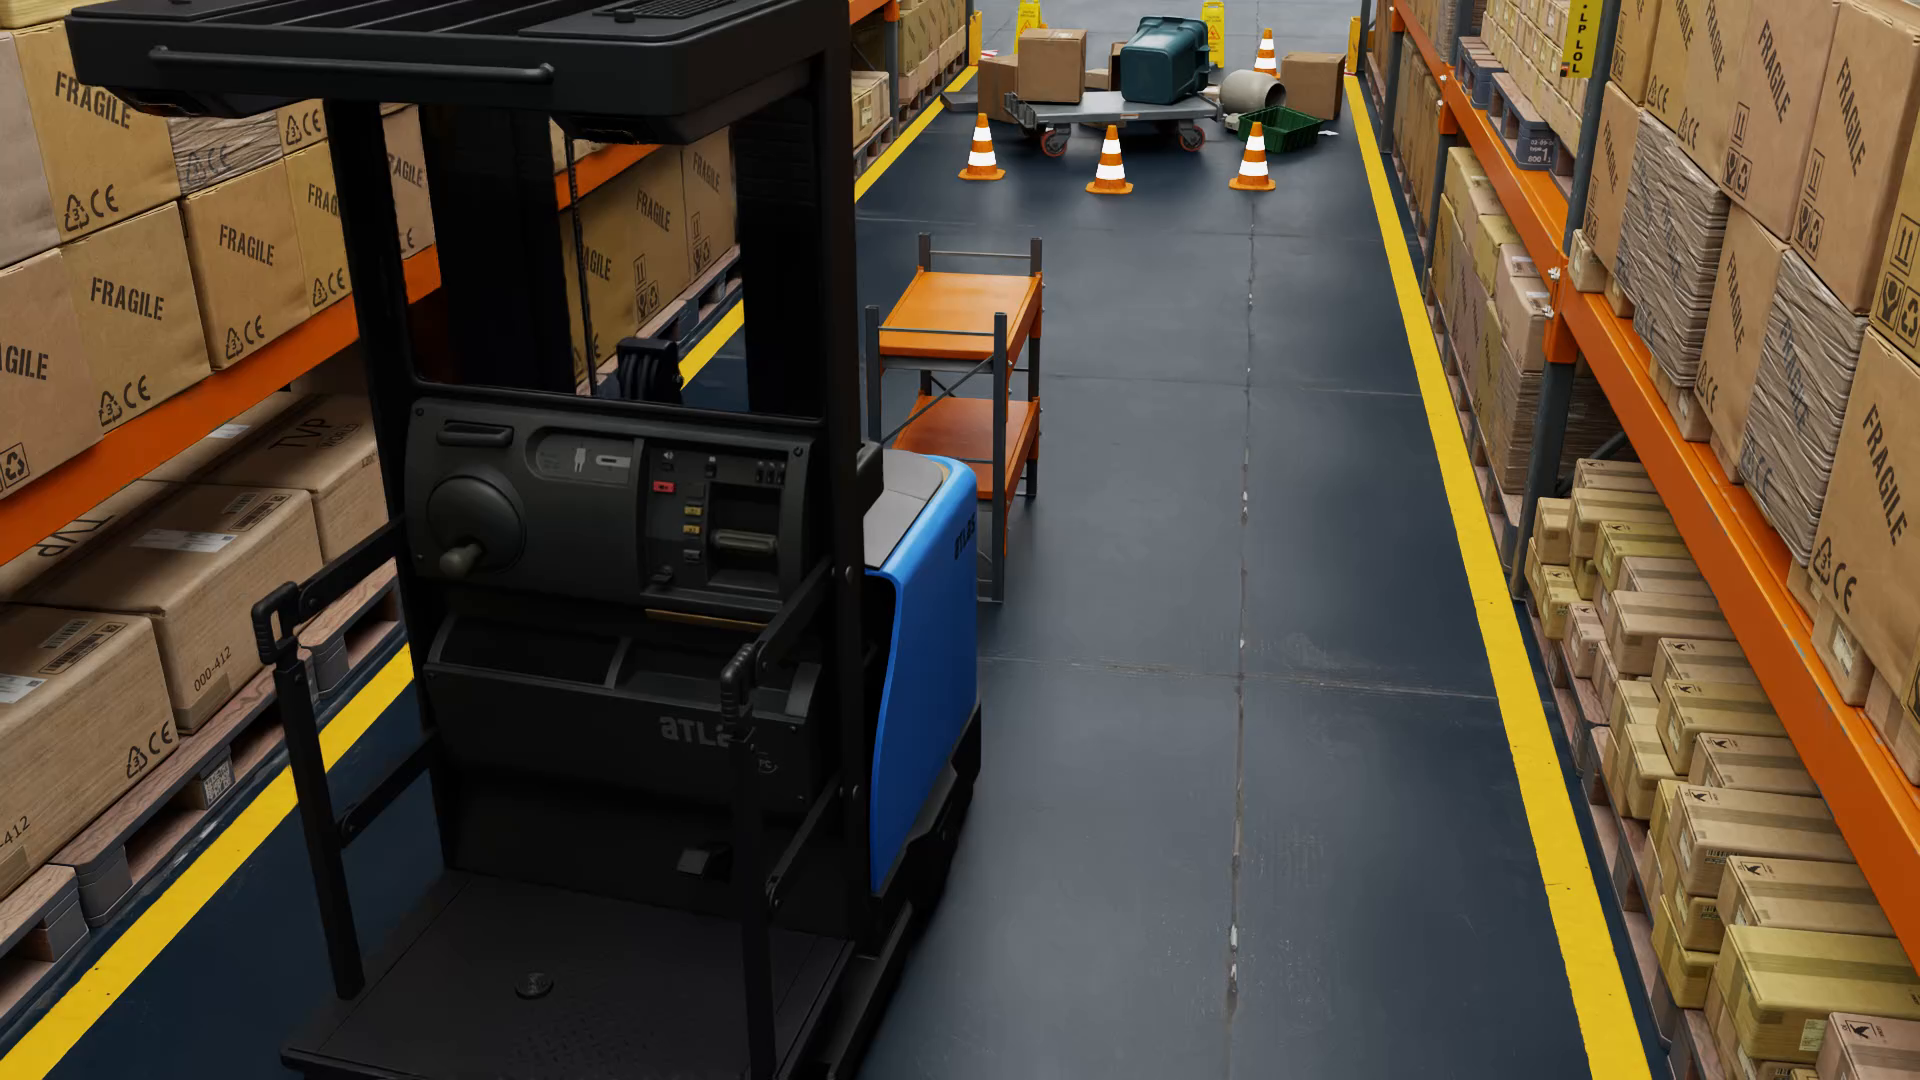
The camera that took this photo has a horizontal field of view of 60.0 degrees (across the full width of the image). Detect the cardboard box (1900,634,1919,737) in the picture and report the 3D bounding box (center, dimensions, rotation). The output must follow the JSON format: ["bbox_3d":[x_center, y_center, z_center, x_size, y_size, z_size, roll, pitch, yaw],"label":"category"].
[{"bbox_3d":[1.746,0.173,2.374,0.500,0.500,0.500,5,25,10],"label":"cardboard box"}]

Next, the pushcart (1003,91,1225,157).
[{"bbox_3d":[1.246,-3.436,13.646,1.648,0.377,0.936,-5,25,-10],"label":"pushcart"}]

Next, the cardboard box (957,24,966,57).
[{"bbox_3d":[-0.229,-5.012,16.668,0.500,0.250,0.500,4,25,8],"label":"cardboard box"}]

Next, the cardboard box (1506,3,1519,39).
[{"bbox_3d":[2.834,-2.479,7.959,0.380,0.149,0.250,4,25,9],"label":"cardboard box"}]

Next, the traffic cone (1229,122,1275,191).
[{"bbox_3d":[2.179,-2.855,12.304,0.336,0.463,0.334,4,25,9],"label":"traffic cone"}]

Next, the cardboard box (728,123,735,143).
[{"bbox_3d":[-1.451,-2.633,11.441,0.950,0.372,0.625,4,25,8],"label":"cardboard box"}]

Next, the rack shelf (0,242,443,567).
[{"bbox_3d":[-2.646,-0.253,4.600,1.077,0.370,4.000,4,25,9],"label":"rack shelf"}]

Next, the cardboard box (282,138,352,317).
[{"bbox_3d":[-2.222,-1.033,5.301,0.500,0.500,0.500,3,25,7],"label":"cardboard box"}]

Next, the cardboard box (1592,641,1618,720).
[{"bbox_3d":[2.179,0.445,5.128,0.380,0.149,0.250,4,25,7],"label":"cardboard box"}]

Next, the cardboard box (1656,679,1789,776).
[{"bbox_3d":[2.039,0.499,4.312,0.380,0.149,0.250,4,25,9],"label":"cardboard box"}]

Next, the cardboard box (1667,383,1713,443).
[{"bbox_3d":[2.044,-0.351,4.257,0.380,0.149,0.250,5,26,11],"label":"cardboard box"}]

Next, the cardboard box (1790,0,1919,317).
[{"bbox_3d":[1.915,-0.713,3.087,0.500,0.500,0.500,5,26,11],"label":"cardboard box"}]

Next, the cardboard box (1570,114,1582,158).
[{"bbox_3d":[2.492,-1.479,6.173,0.380,0.149,0.250,4,25,9],"label":"cardboard box"}]

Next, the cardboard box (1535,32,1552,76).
[{"bbox_3d":[2.663,-2.057,7.057,0.380,0.149,0.250,4,25,9],"label":"cardboard box"}]

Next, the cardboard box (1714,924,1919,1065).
[{"bbox_3d":[1.778,0.933,3.385,0.380,0.149,0.250,3,25,7],"label":"cardboard box"}]

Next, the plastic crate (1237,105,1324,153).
[{"bbox_3d":[2.624,-3.376,13.674,0.450,0.188,0.662,29,36,30],"label":"plastic crate"}]

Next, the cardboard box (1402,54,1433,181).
[{"bbox_3d":[3.714,-2.963,11.699,1.050,0.750,0.750,4,25,9],"label":"cardboard box"}]

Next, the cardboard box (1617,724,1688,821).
[{"bbox_3d":[1.965,0.626,4.390,0.380,0.149,0.250,4,25,9],"label":"cardboard box"}]

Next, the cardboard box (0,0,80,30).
[{"bbox_3d":[-2.347,-1.309,3.946,0.380,0.149,0.250,3,25,7],"label":"cardboard box"}]

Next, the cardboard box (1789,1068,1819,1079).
[{"bbox_3d":[1.827,1.179,3.210,0.380,0.149,0.250,3,25,7],"label":"cardboard box"}]

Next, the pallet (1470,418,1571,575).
[{"bbox_3d":[2.706,-0.177,6.880,1.003,0.211,1.213,4,25,9],"label":"pallet"}]

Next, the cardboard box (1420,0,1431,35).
[{"bbox_3d":[3.208,-3.457,10.480,0.500,0.500,0.500,4,25,8],"label":"cardboard box"}]

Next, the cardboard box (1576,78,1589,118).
[{"bbox_3d":[2.493,-1.616,6.114,0.380,0.149,0.250,4,25,9],"label":"cardboard box"}]

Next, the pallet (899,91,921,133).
[{"bbox_3d":[-0.937,-3.781,14.580,1.003,0.211,1.213,4,25,9],"label":"pallet"}]

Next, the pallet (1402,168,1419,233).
[{"bbox_3d":[3.639,-2.358,11.538,1.003,0.211,1.213,4,25,9],"label":"pallet"}]

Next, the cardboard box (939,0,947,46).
[{"bbox_3d":[-0.403,-4.936,15.621,0.500,0.500,0.500,3,25,7],"label":"cardboard box"}]

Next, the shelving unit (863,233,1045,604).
[{"bbox_3d":[-0.001,-0.507,6.506,0.538,1.125,1.048,4,25,9],"label":"shelving unit"}]

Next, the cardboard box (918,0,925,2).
[{"bbox_3d":[-0.487,-4.831,14.630,0.380,0.149,0.250,5,26,11],"label":"cardboard box"}]

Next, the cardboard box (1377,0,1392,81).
[{"bbox_3d":[4.354,-4.705,15.274,0.875,0.875,0.875,4,25,8],"label":"cardboard box"}]

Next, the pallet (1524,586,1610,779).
[{"bbox_3d":[2.506,0.432,5.578,1.003,0.211,1.213,4,25,9],"label":"pallet"}]

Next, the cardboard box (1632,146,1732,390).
[{"bbox_3d":[2.059,-0.689,4.215,0.500,0.500,0.500,3,25,7],"label":"cardboard box"}]

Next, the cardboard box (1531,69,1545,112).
[{"bbox_3d":[2.660,-1.916,7.105,0.380,0.149,0.250,5,26,11],"label":"cardboard box"}]

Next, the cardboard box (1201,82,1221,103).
[{"bbox_3d":[2.352,-4.069,15.129,0.396,0.266,0.258,8,26,18],"label":"cardboard box"}]

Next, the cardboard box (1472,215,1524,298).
[{"bbox_3d":[2.622,-1.277,7.509,0.500,0.250,0.500,3,25,6],"label":"cardboard box"}]

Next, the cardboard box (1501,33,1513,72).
[{"bbox_3d":[2.832,-2.353,8.039,0.380,0.149,0.250,5,26,11],"label":"cardboard box"}]

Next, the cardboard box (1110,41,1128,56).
[{"bbox_3d":[1.852,-4.393,15.542,0.797,0.503,0.637,-14,29,-27],"label":"cardboard box"}]

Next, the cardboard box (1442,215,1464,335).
[{"bbox_3d":[2.788,-1.357,8.564,0.500,0.500,0.500,4,25,9],"label":"cardboard box"}]

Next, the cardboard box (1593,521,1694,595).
[{"bbox_3d":[2.224,0.067,5.234,0.380,0.149,0.250,4,25,8],"label":"cardboard box"}]

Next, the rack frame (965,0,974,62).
[{"bbox_3d":[-0.358,-6.434,16.957,1.000,3.000,0.127,4,25,9],"label":"rack frame"}]

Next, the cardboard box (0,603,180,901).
[{"bbox_3d":[-2.823,0.562,4.539,0.875,0.438,0.875,5,25,10],"label":"cardboard box"}]

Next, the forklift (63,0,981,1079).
[{"bbox_3d":[-0.819,-0.039,3.376,1.130,2.935,3.031,7,26,14],"label":"forklift"}]

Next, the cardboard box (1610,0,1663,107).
[{"bbox_3d":[2.267,-1.575,4.929,0.500,0.500,0.500,5,25,10],"label":"cardboard box"}]

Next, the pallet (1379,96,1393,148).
[{"bbox_3d":[4.090,-3.510,14.000,1.003,0.211,1.213,4,25,9],"label":"pallet"}]

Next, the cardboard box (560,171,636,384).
[{"bbox_3d":[-2.157,-1.286,7.970,0.875,0.875,0.875,5,26,10],"label":"cardboard box"}]

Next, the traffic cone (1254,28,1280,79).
[{"bbox_3d":[3.054,-4.861,16.588,0.336,0.463,0.334,4,25,9],"label":"traffic cone"}]

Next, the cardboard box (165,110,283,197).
[{"bbox_3d":[-2.289,-1.272,4.631,0.500,0.500,0.500,4,25,9],"label":"cardboard box"}]

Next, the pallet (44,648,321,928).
[{"bbox_3d":[-2.718,0.672,5.065,1.003,0.211,1.213,4,25,9],"label":"pallet"}]

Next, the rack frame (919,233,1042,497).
[{"bbox_3d":[0.082,-0.719,6.960,0.500,1.125,0.032,4,25,9],"label":"rack frame"}]

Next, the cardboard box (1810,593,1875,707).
[{"bbox_3d":[1.824,0.201,3.079,0.380,0.149,0.250,5,25,10],"label":"cardboard box"}]

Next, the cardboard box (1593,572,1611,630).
[{"bbox_3d":[2.249,0.198,5.306,0.380,0.149,0.250,4,25,8],"label":"cardboard box"}]

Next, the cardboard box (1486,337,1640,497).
[{"bbox_3d":[2.453,-0.500,6.732,0.500,0.500,0.500,4,25,8],"label":"cardboard box"}]

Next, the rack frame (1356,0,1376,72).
[{"bbox_3d":[4.542,-6.133,16.315,1.000,3.000,0.127,4,25,9],"label":"rack frame"}]

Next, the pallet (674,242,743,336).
[{"bbox_3d":[-1.869,-1.501,9.707,1.003,0.211,1.213,4,25,9],"label":"pallet"}]

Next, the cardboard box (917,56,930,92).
[{"bbox_3d":[-0.573,-4.158,14.843,0.500,0.250,0.500,5,26,11],"label":"cardboard box"}]

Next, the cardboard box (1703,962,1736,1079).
[{"bbox_3d":[1.905,1.102,3.726,0.380,0.149,0.250,4,25,9],"label":"cardboard box"}]

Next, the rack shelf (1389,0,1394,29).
[{"bbox_3d":[4.215,-4.971,14.680,1.077,0.370,4.000,4,25,9],"label":"rack shelf"}]

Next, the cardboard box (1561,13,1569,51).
[{"bbox_3d":[2.584,-1.972,6.524,0.380,0.149,0.250,4,25,8],"label":"cardboard box"}]

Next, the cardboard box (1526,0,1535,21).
[{"bbox_3d":[2.754,-2.404,7.446,0.380,0.149,0.250,5,26,10],"label":"cardboard box"}]
